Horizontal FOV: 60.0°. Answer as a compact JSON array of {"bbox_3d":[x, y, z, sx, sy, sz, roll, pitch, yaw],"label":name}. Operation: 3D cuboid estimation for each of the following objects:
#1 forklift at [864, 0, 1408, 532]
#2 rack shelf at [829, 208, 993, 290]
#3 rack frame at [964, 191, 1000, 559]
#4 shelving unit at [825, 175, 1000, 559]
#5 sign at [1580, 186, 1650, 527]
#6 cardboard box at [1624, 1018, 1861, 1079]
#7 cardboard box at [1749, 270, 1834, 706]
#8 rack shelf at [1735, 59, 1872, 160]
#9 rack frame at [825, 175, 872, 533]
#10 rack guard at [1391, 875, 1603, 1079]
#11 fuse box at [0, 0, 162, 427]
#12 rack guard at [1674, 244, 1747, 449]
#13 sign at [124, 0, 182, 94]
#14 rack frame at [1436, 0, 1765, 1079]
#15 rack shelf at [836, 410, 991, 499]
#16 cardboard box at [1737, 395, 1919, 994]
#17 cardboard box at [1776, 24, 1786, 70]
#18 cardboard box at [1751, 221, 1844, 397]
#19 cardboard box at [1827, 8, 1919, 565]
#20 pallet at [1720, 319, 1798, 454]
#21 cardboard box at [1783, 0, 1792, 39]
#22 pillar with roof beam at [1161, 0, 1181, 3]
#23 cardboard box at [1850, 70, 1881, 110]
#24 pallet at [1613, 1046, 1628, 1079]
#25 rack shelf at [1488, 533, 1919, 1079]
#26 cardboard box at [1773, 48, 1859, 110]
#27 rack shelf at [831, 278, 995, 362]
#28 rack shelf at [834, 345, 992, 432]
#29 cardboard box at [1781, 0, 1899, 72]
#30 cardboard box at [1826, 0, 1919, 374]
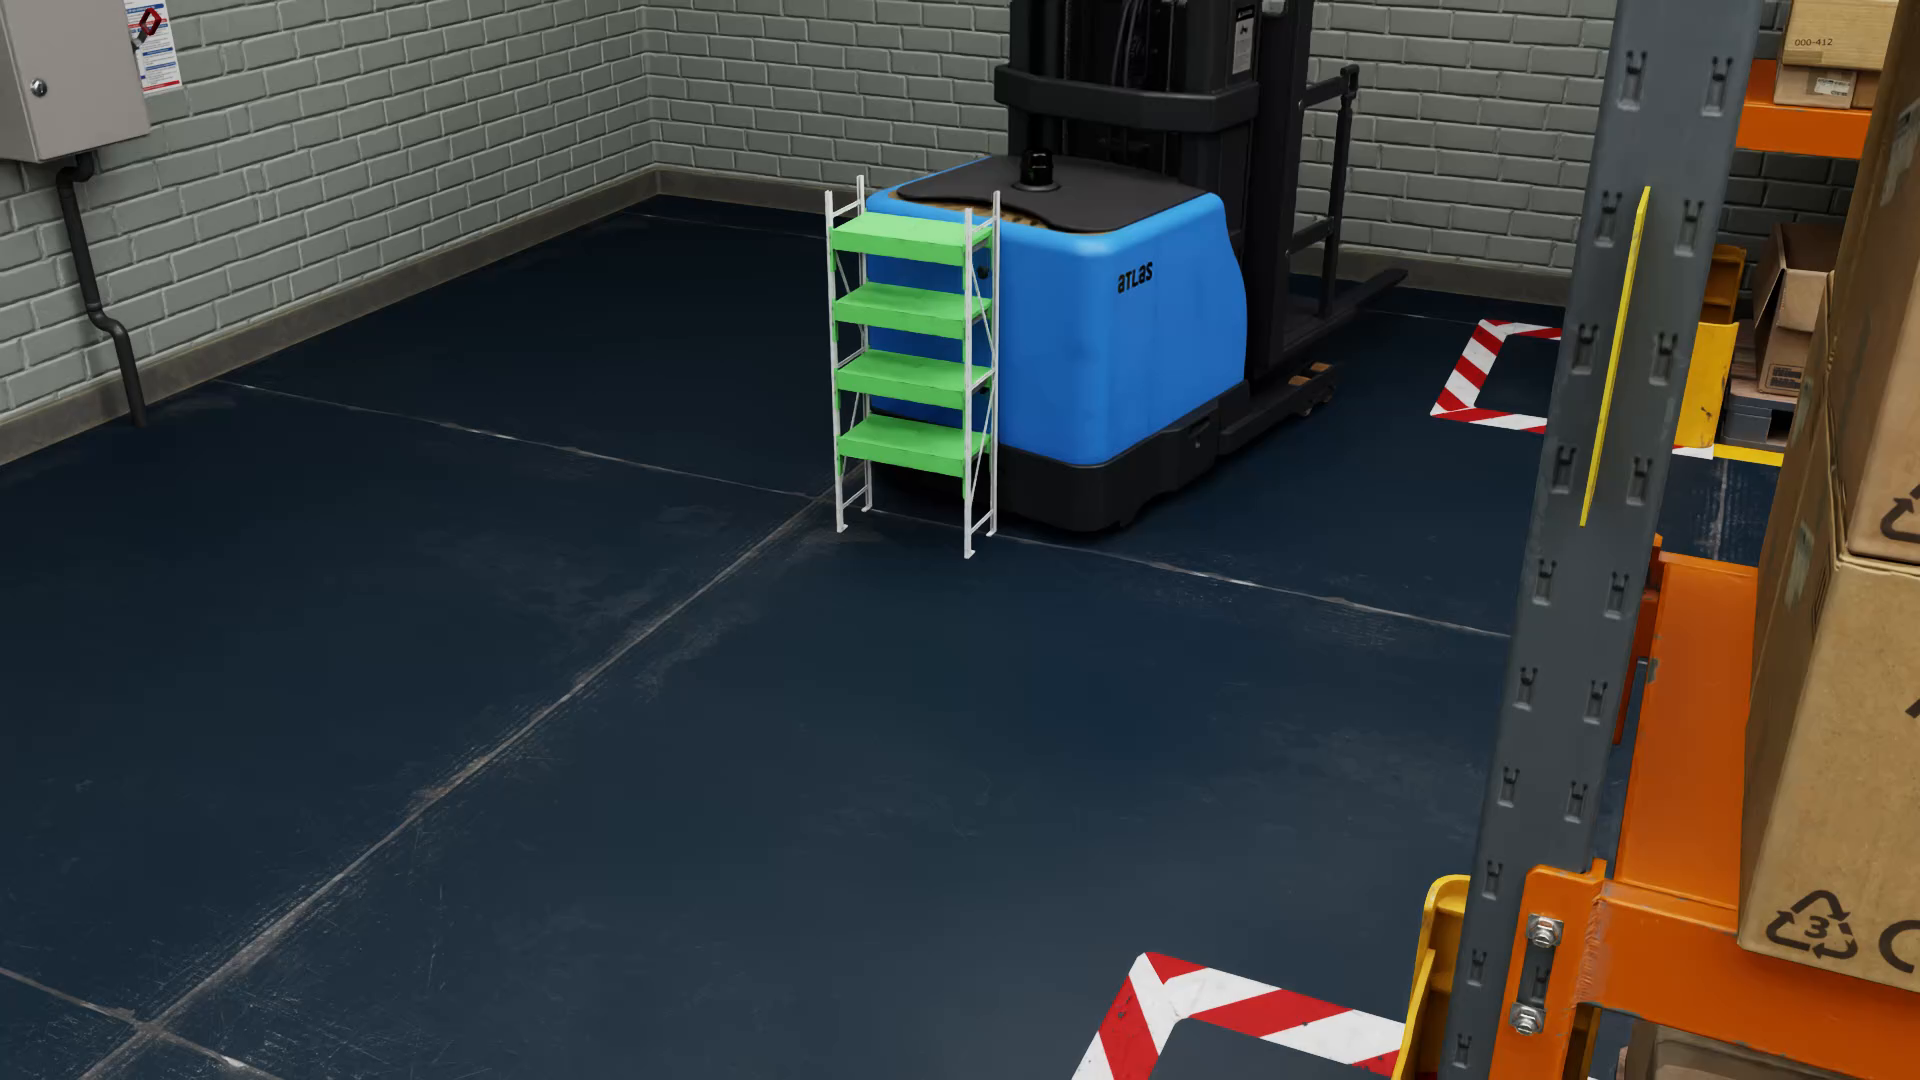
[{"bbox_3d":[0.932,-1.933,6.358,1.130,2.935,3.031,18,32,33],"label":"forklift"},{"bbox_3d":[-0.151,-0.942,5.363,0.480,0.148,0.258,11,28,22],"label":"rack shelf"},{"bbox_3d":[0.071,-0.524,5.456,0.015,1.200,0.240,11,28,22],"label":"rack frame"},{"bbox_3d":[-0.151,-0.569,5.546,0.503,1.200,0.258,11,28,22],"label":"shelving unit"},{"bbox_3d":[0.648,-0.178,1.646,0.005,0.325,0.100,11,28,22],"label":"sign"},{"bbox_3d":[1.525,1.066,2.615,0.875,0.438,0.875,10,28,20],"label":"cardboard box"},{"bbox_3d":[1.431,-0.039,2.320,0.500,0.500,0.500,12,28,22],"label":"cardboard box"},{"bbox_3d":[4.755,-1.284,5.777,4.000,0.370,1.077,11,28,22],"label":"rack shelf"},{"bbox_3d":[-0.373,-0.613,5.637,0.015,1.200,0.240,11,28,22],"label":"rack frame"},{"bbox_3d":[0.861,1.141,2.866,0.348,0.500,1.175,11,28,22],"label":"rack guard"},{"bbox_3d":[-3.257,-1.238,6.326,0.414,1.711,0.539,11,28,22],"label":"fuse box"},{"bbox_3d":[3.003,-0.837,6.884,0.348,0.500,1.175,11,28,22],"label":"rack guard"},{"bbox_3d":[-3.242,-2.009,6.543,0.001,0.494,0.329,11,28,22],"label":"sign"},{"bbox_3d":[0.884,0.023,2.308,0.053,2.616,0.949,11,28,22],"label":"rack frame"},{"bbox_3d":[-0.151,-0.296,5.681,0.480,0.148,0.258,11,28,22],"label":"rack shelf"},{"bbox_3d":[1.201,0.182,1.871,0.500,0.500,0.500,11,28,21],"label":"cardboard box"},{"bbox_3d":[3.347,-1.907,6.512,0.250,0.149,0.380,11,28,21],"label":"cardboard box"},{"bbox_3d":[3.452,-0.891,6.515,0.637,0.503,0.797,10,28,20],"label":"cardboard box"},{"bbox_3d":[1.202,-0.267,1.652,0.500,0.500,0.500,11,28,21],"label":"cardboard box"},{"bbox_3d":[3.729,-0.562,6.653,1.213,0.211,1.003,11,28,22],"label":"pallet"},{"bbox_3d":[3.463,-2.061,6.374,0.500,0.250,0.500,12,29,23],"label":"cardboard box"},{"bbox_3d":[-0.929,-3.788,3.257,0.400,9.000,9.100,11,28,22],"label":"pillar with roof beam"},{"bbox_3d":[3.370,-1.662,6.013,0.250,0.149,0.380,12,29,23],"label":"cardboard box"},{"bbox_3d":[1.643,1.390,2.688,1.213,0.211,1.003,11,28,22],"label":"pallet"},{"bbox_3d":[2.703,0.712,1.722,4.000,0.370,1.077,11,28,22],"label":"rack shelf"},{"bbox_3d":[3.120,-1.689,6.070,0.250,0.149,0.380,11,28,21],"label":"cardboard box"},{"bbox_3d":[-0.151,-0.727,5.469,0.480,0.148,0.258,11,28,22],"label":"rack shelf"},{"bbox_3d":[-0.151,-0.511,5.575,0.480,0.148,0.258,11,28,22],"label":"rack shelf"},{"bbox_3d":[3.236,-1.847,5.939,0.500,0.250,0.500,12,28,22],"label":"cardboard box"},{"bbox_3d":[1.420,-0.477,2.078,0.500,0.500,0.500,12,29,23],"label":"cardboard box"}]
